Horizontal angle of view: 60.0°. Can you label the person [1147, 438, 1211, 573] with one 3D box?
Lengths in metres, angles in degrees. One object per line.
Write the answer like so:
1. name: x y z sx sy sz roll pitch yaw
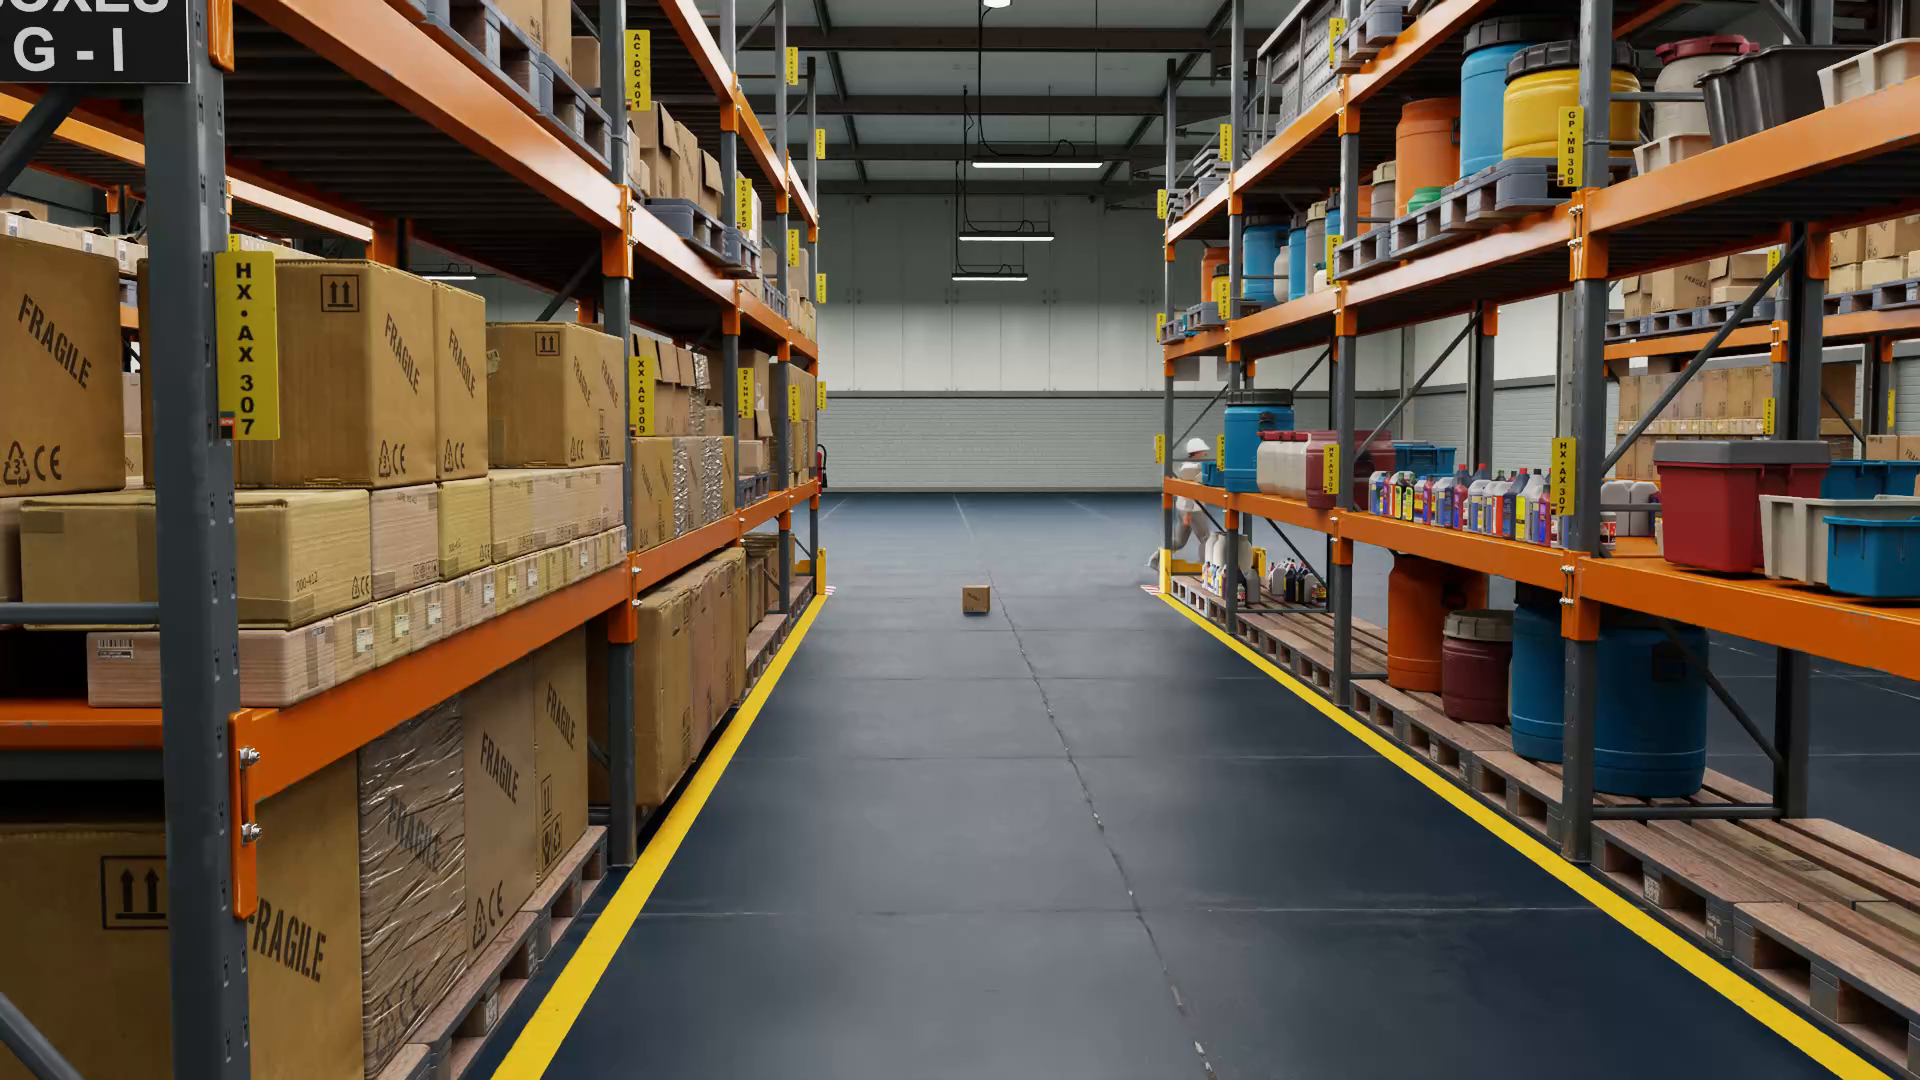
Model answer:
1. person: 2.761 -0.365 20.275 0.916 1.748 0.609 0 4 -3
